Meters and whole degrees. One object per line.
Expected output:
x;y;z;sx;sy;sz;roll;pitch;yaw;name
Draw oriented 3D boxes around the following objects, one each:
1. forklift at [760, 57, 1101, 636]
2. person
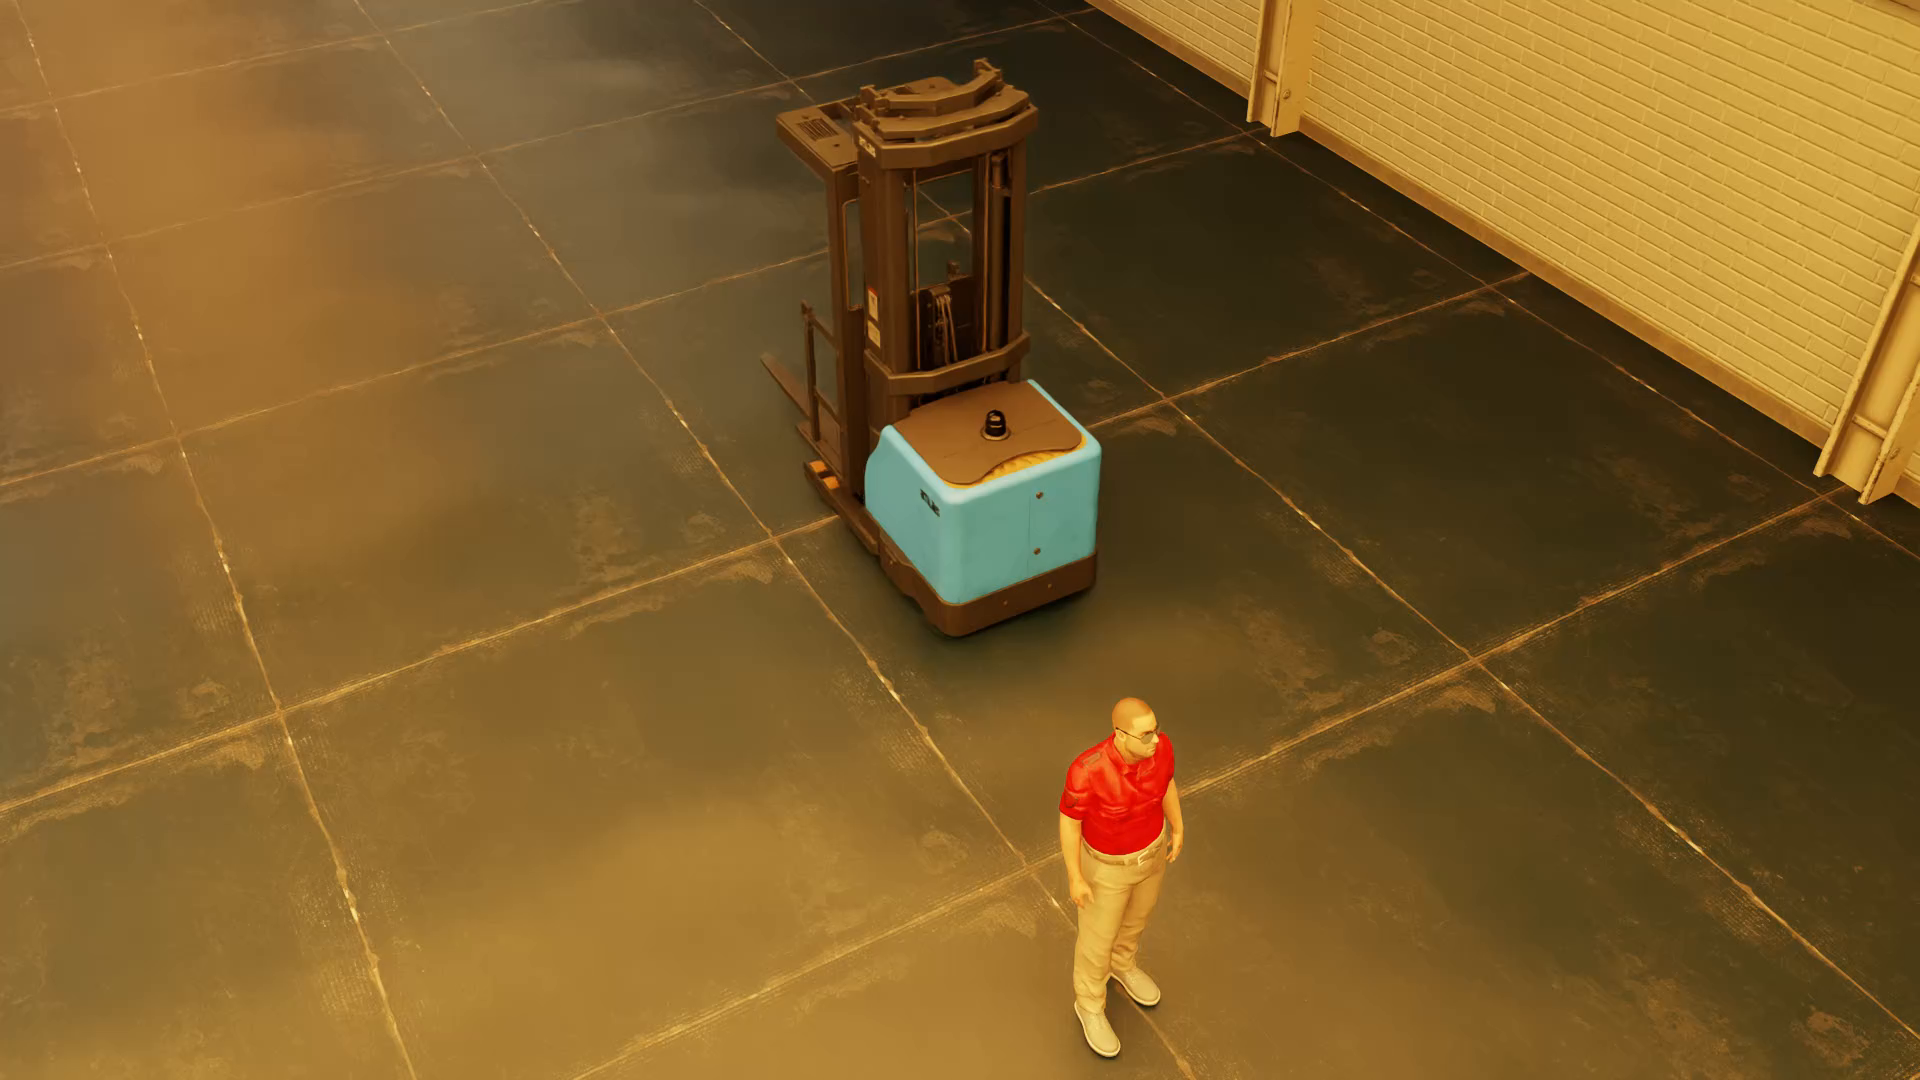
-0.352;-1.499;9.844;1.130;2.935;3.031;-20;44;-22;forklift
0.759;1.432;7.239;0.641;1.728;0.550;-24;45;-26;person
